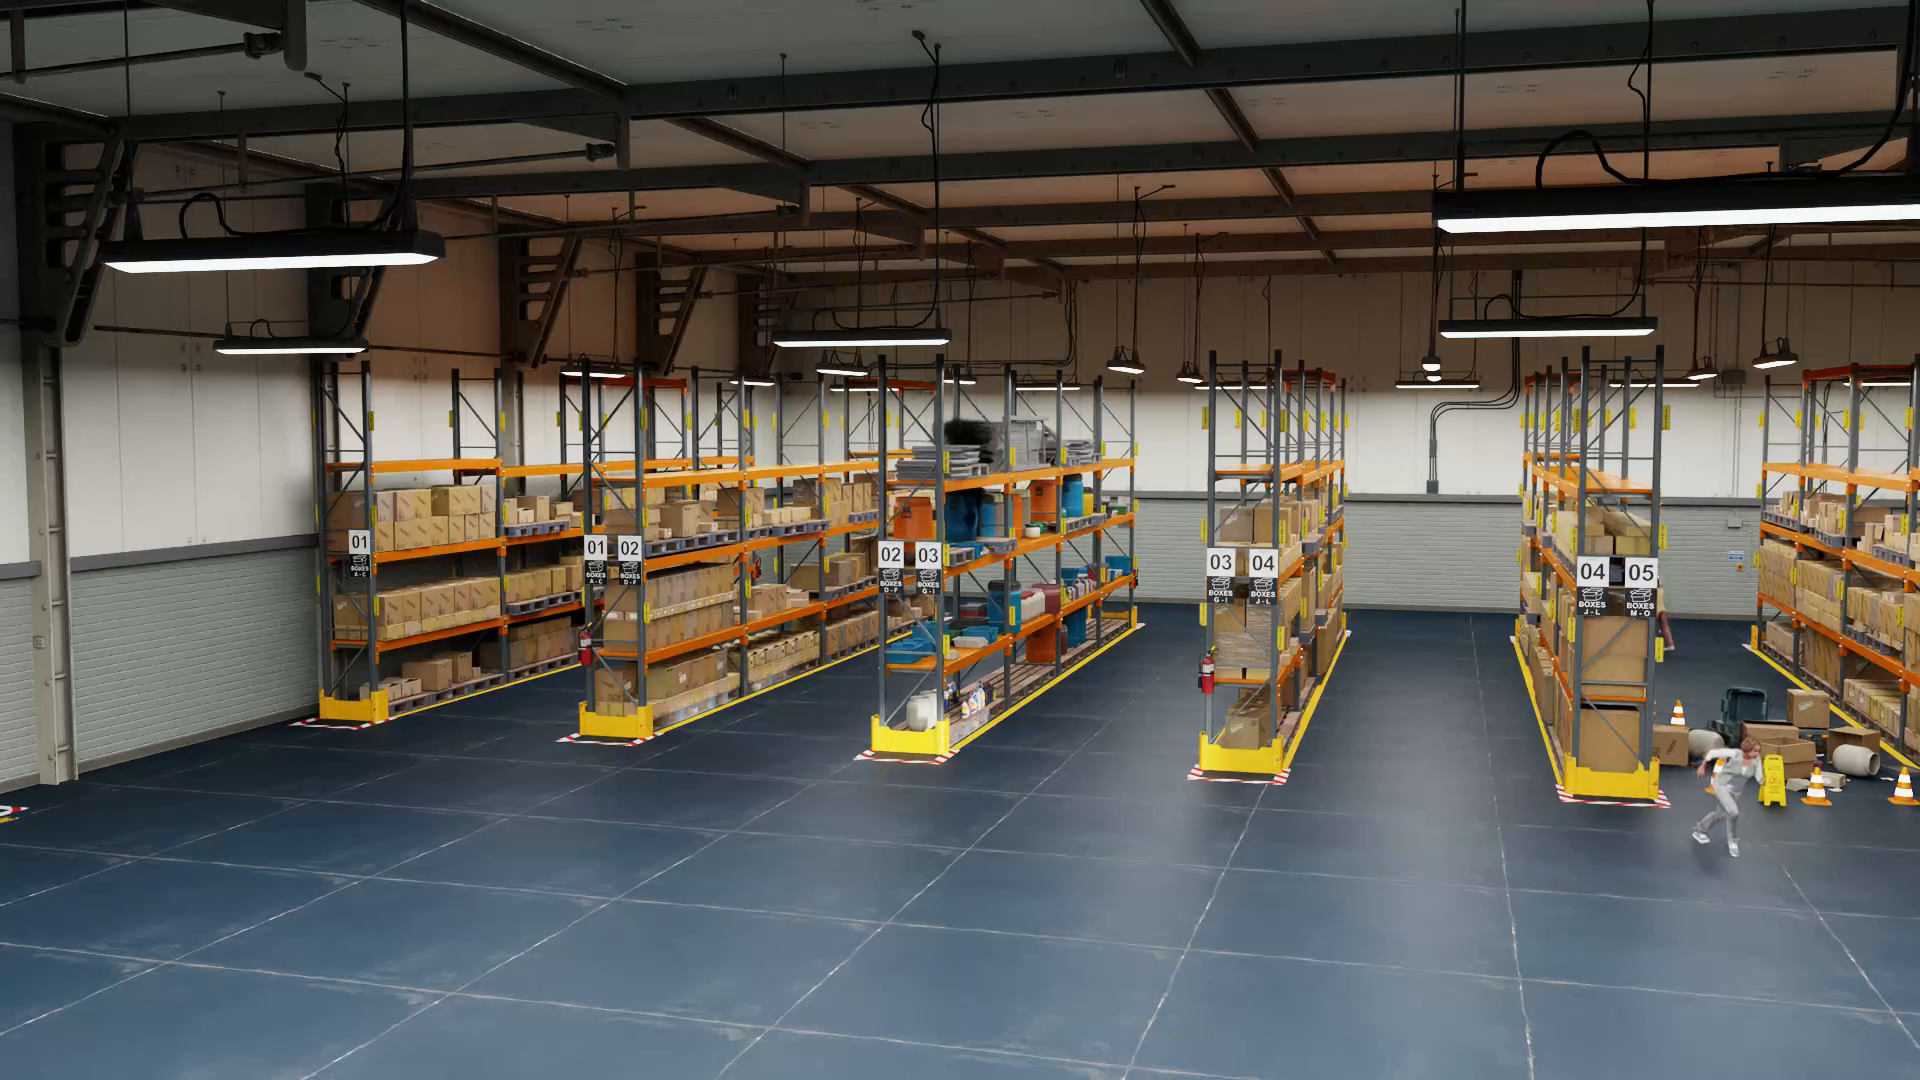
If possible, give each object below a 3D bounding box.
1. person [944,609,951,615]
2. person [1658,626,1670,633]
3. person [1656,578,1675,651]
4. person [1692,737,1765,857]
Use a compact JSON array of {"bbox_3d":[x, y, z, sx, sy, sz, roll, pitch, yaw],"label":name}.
[{"bbox_3d":[-0.707,1.040,42.794,1.048,1.745,0.712,1,4,17],"label":"person"},{"bbox_3d":[16.151,1.386,38.790,0.822,1.719,0.611,0,4,-3],"label":"person"},{"bbox_3d":[15.122,1.620,36.020,0.572,1.638,0.937,-1,4,-18],"label":"person"},{"bbox_3d":[8.896,2.918,19.218,0.549,1.381,1.034,-1,4,-10],"label":"person"}]
